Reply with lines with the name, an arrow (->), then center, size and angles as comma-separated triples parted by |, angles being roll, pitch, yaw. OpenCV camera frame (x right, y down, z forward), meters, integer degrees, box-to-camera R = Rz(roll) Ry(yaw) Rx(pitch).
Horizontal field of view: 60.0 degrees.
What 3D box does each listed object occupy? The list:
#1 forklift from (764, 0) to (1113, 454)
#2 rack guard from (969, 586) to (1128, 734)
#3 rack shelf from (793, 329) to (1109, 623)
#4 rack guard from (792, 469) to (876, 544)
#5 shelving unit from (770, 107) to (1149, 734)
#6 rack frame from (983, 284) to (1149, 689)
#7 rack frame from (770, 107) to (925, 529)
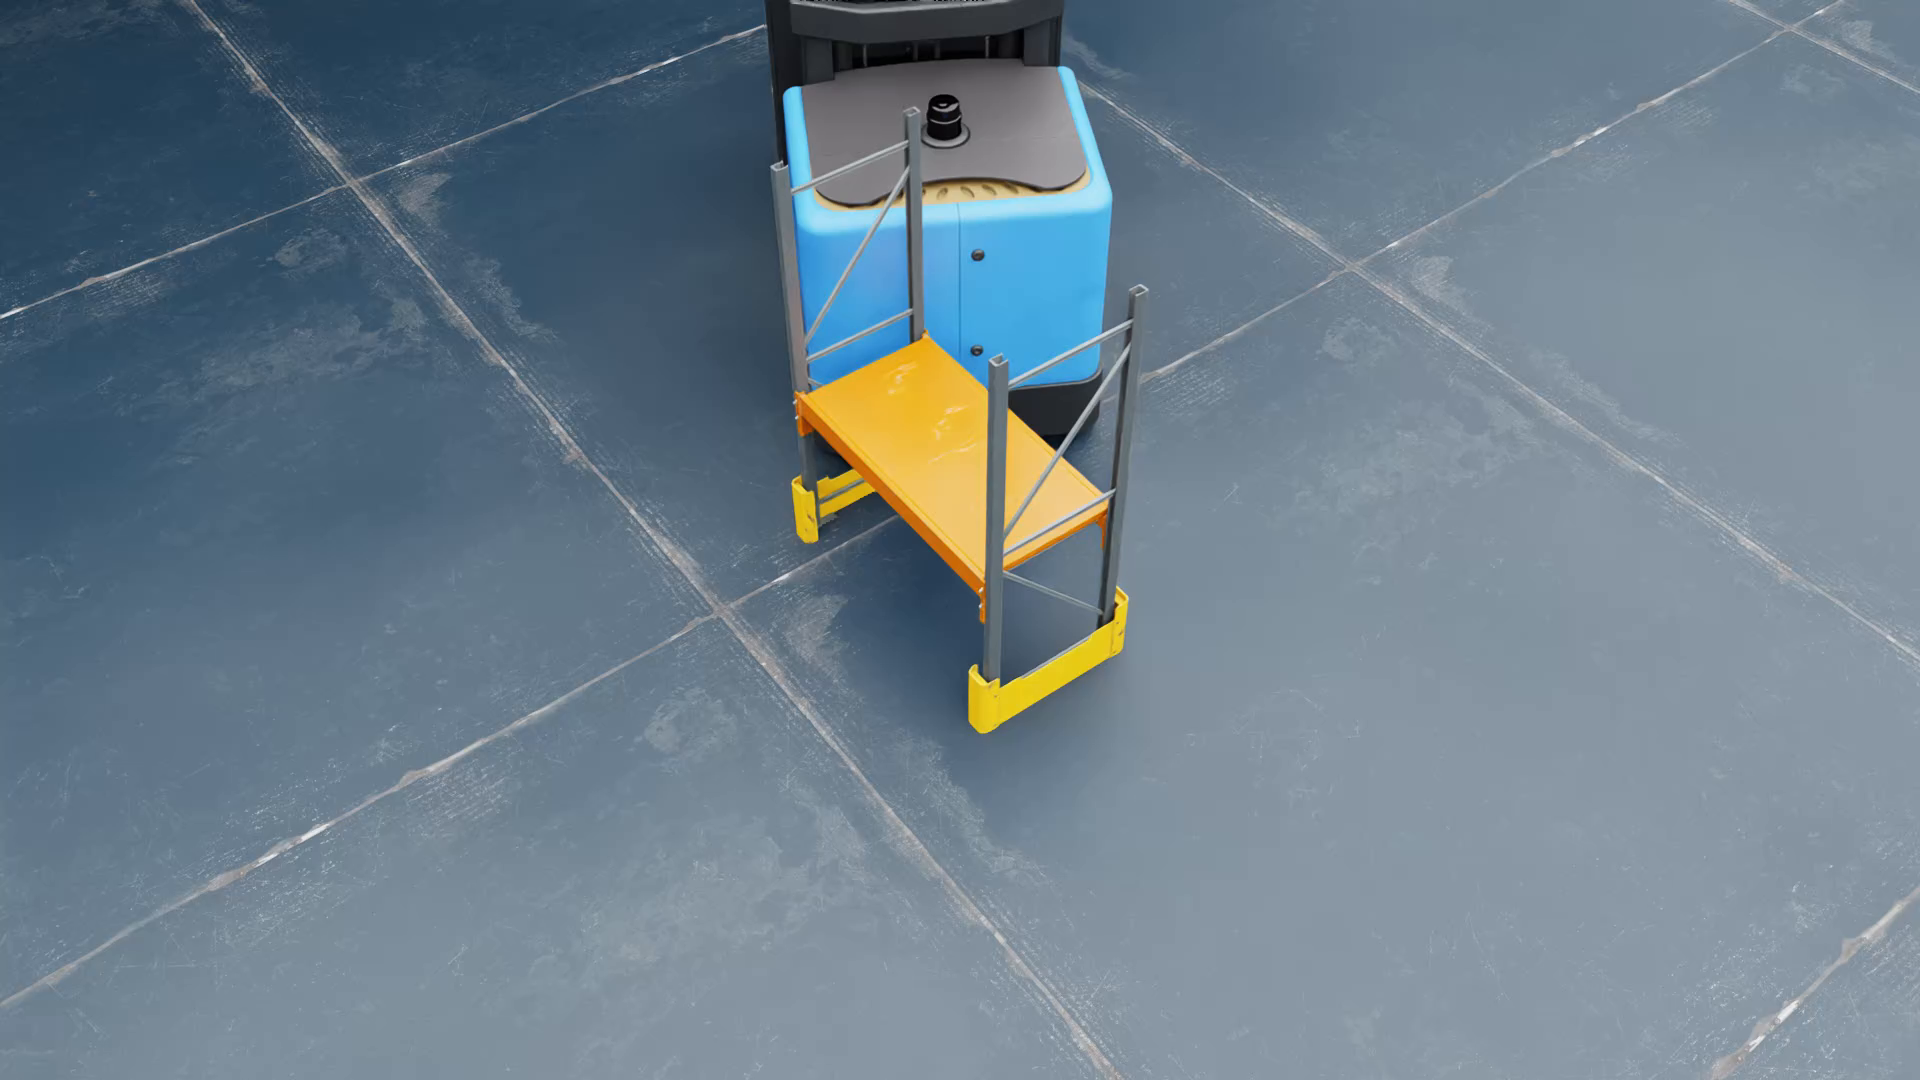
forklift -> -0.200, -2.395, 5.943 | 1.130, 2.935, 3.031 | -6, 48, -5
rack guard -> 0.279, 0.375, 5.241 | 0.587, 0.250, 0.087 | -29, 54, -24
rack shelf -> -0.022, -0.226, 5.185 | 0.538, 0.185, 1.000 | -29, 54, -24
rack guard -> -0.314, -0.218, 5.779 | 0.587, 0.250, 0.087 | -29, 54, -24
shelving unit -> -0.017, -0.341, 5.047 | 0.587, 1.500, 1.083 | -29, 54, -24
rack frame -> 0.280, -0.044, 4.778 | 0.500, 1.500, 0.032 | -29, 54, -24
rack frame -> -0.325, -0.649, 5.326 | 0.500, 1.500, 0.032 | -29, 54, -24
